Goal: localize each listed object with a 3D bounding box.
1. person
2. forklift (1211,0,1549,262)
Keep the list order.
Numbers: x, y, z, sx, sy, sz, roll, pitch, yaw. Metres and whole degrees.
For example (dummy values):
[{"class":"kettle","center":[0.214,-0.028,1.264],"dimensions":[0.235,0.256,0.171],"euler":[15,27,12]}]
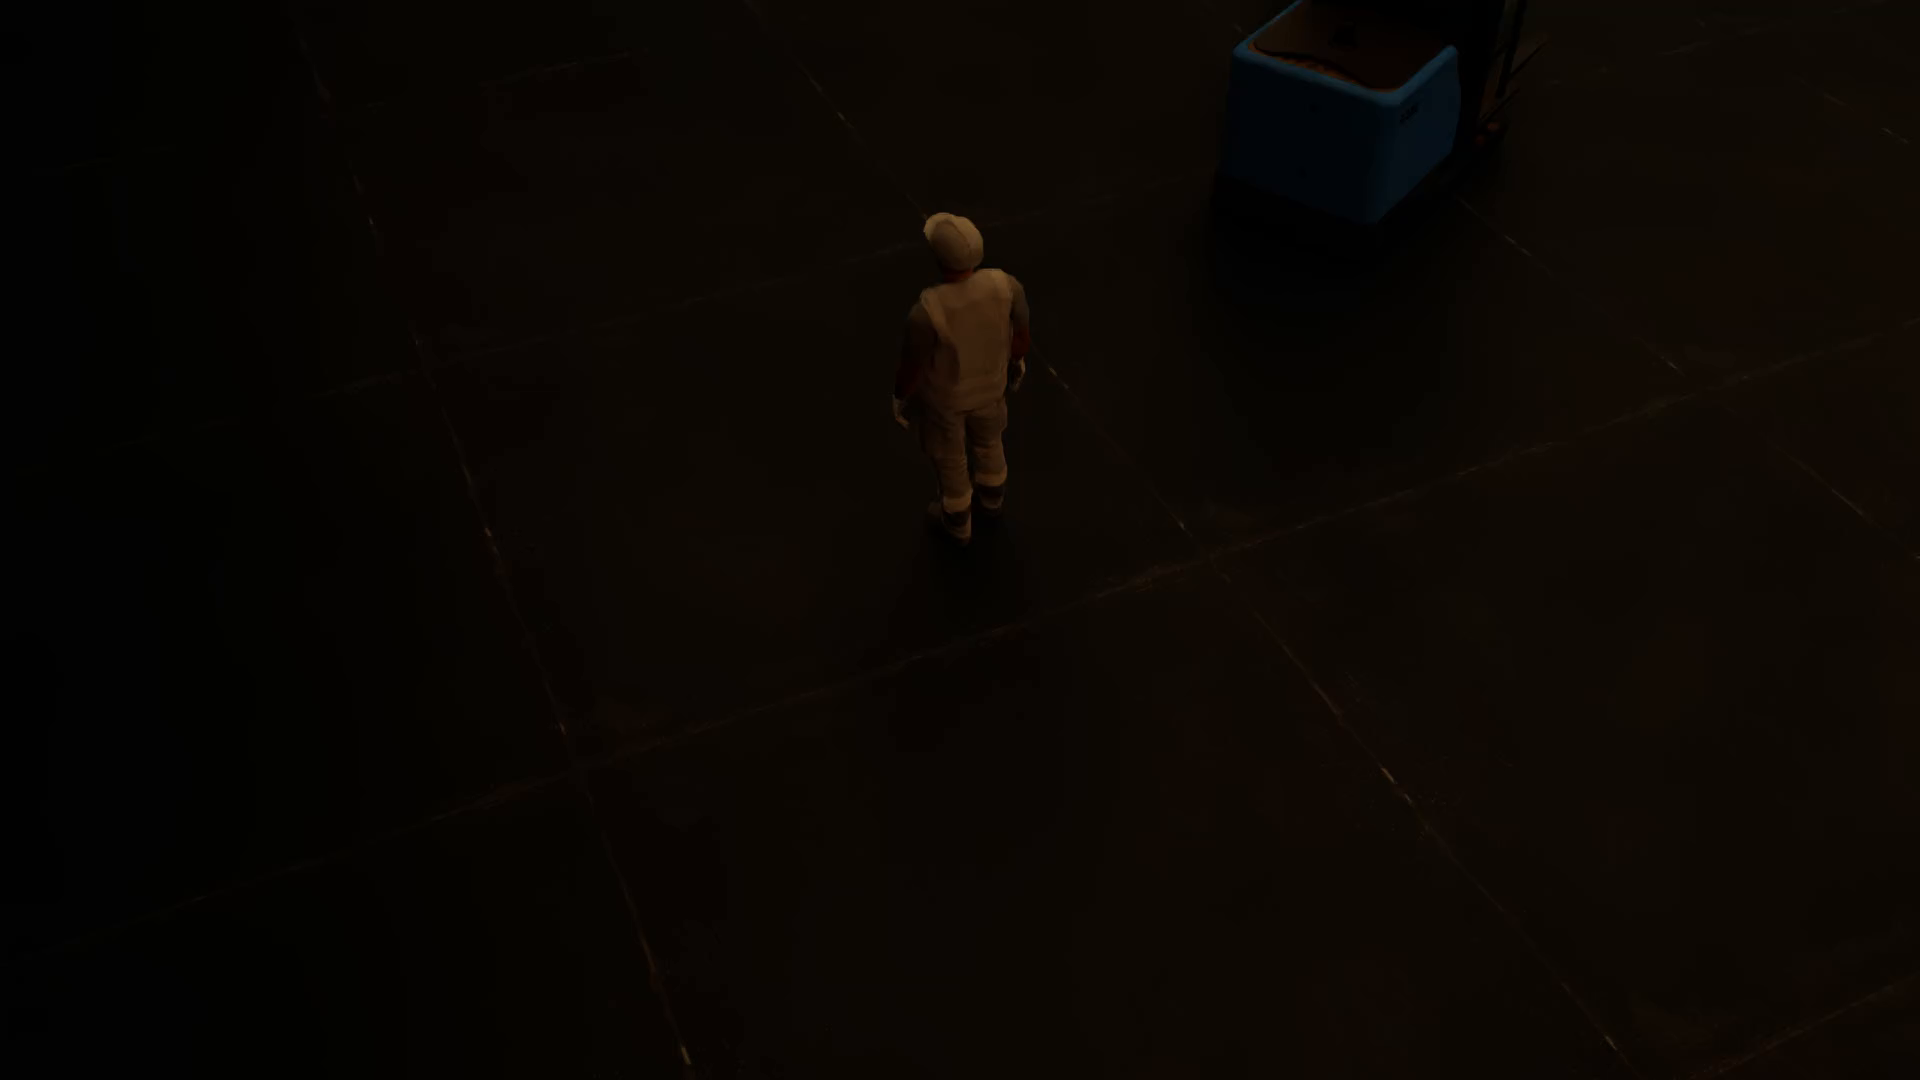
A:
[{"class":"person","center":[-0.024,-0.712,7.270],"dimensions":[0.637,1.787,0.563],"euler":[-18,46,-18]},{"class":"forklift","center":[2.773,-3.607,9.545],"dimensions":[1.130,2.935,3.031],"euler":[27,49,26]}]
